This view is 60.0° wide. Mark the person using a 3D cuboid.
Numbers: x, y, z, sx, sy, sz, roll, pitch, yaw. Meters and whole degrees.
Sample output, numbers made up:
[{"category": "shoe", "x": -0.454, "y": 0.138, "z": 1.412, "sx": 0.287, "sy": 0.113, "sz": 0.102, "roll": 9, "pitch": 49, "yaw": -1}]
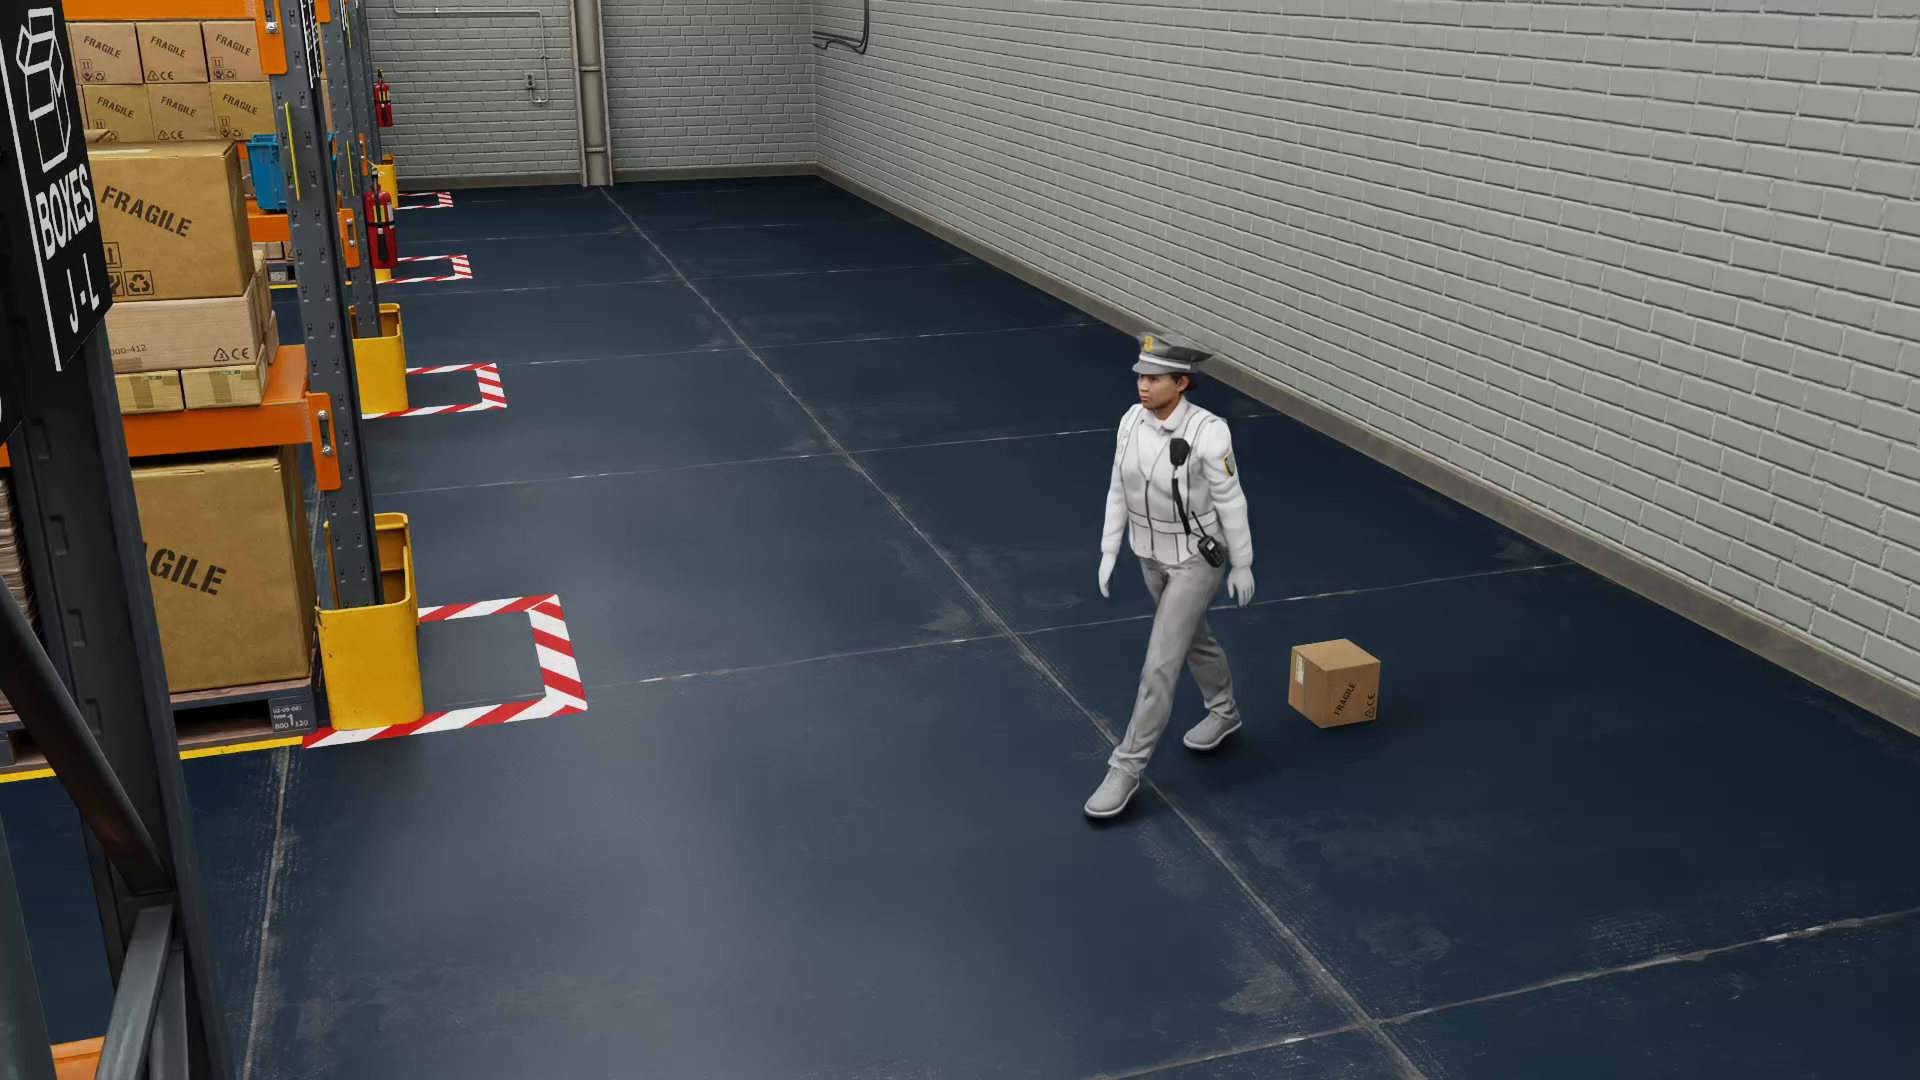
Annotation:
[{"category": "person", "x": 0.709, "y": 0.058, "z": 5.847, "sx": 0.924, "sy": 1.625, "sz": 0.514, "roll": -15, "pitch": 24, "yaw": -36}]
